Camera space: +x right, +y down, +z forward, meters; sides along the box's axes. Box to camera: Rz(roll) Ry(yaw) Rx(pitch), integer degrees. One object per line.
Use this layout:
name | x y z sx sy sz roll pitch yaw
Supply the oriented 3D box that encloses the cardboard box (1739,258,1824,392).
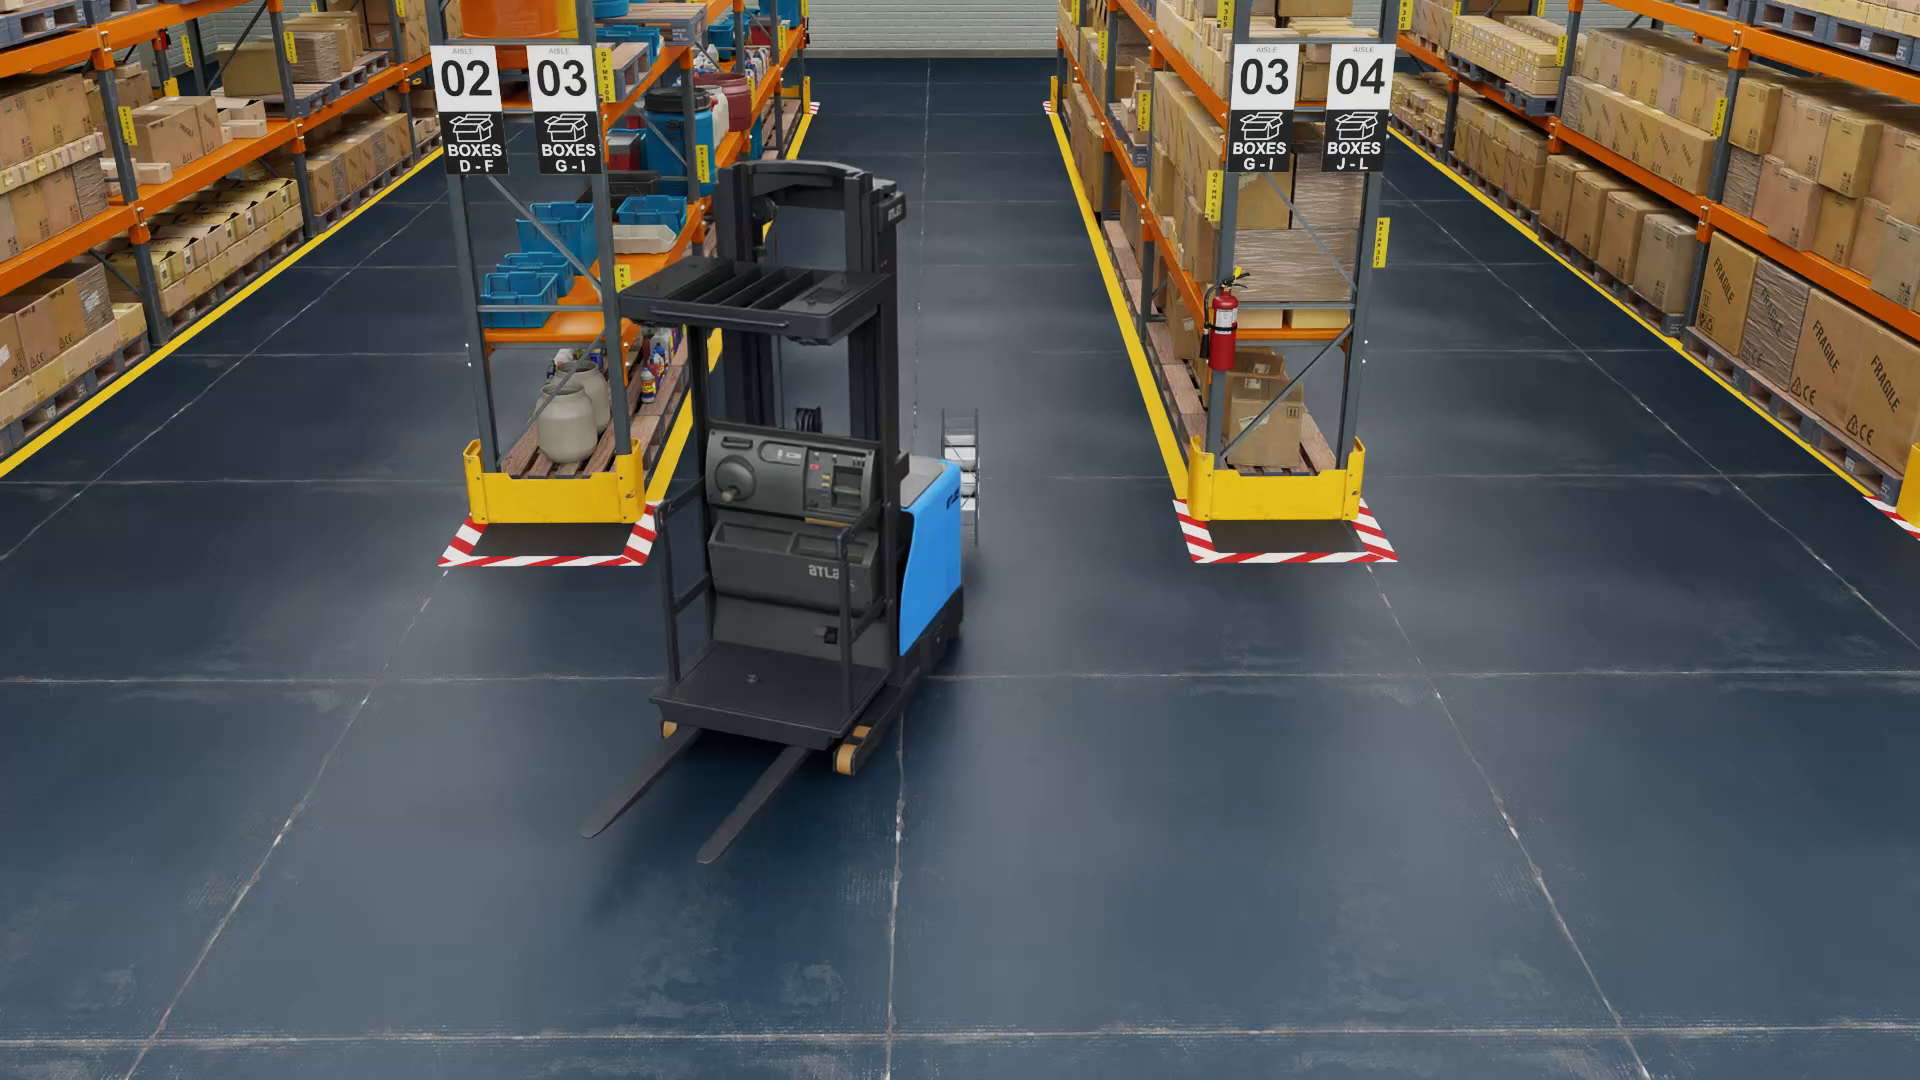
cardboard box | 7.062 -1.764 13.579 0.875 0.875 0.875 0 24 0

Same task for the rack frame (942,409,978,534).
rack frame | -0.001 -0.455 11.165 0.240 0.900 0.006 0 24 -1

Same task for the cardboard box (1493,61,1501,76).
cardboard box | 6.594 -5.627 19.846 0.380 0.149 0.250 0 24 1

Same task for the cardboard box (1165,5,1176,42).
cardboard box | 1.911 -4.085 13.184 0.500 0.250 0.500 0 24 -1

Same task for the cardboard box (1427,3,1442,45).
cardboard box | 6.732 -7.061 22.741 0.500 0.500 0.500 -1 24 -2

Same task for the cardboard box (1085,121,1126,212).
cardboard box | 2.121 -4.347 19.290 1.225 0.875 0.875 -1 24 -3

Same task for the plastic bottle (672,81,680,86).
plastic bottle | -3.264 -5.146 19.144 0.097 0.271 0.097 0 24 0

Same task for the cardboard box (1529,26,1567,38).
cardboard box | 7.231 -6.225 20.447 0.380 0.149 0.250 -1 24 -2

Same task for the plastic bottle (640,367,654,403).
plastic bottle | -2.466 -1.226 13.098 0.097 0.271 0.097 0 24 0

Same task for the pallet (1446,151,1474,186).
pallet | 7.035 -4.877 21.777 1.003 0.211 1.213 0 24 -1

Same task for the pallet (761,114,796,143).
pallet | -2.952 -6.002 24.263 1.003 0.211 1.213 0 24 -1

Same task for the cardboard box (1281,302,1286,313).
cardboard box | 2.446 -1.650 11.563 0.380 0.149 0.250 0 24 -1

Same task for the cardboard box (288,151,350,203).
cardboard box | -7.529 -4.262 19.534 0.500 0.500 0.500 -1 24 -2

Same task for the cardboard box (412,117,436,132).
cardboard box | -7.650 -5.884 23.525 0.380 0.166 0.250 0 24 -1

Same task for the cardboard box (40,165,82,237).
cardboard box | -7.731 -2.793 13.665 0.700 0.500 0.500 -1 24 -1

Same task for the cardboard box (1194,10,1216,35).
cardboard box | 1.873 -3.672 11.787 0.380 0.149 0.250 -1 24 -3

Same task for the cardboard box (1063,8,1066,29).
cardboard box | 1.770 -7.583 24.197 0.500 0.250 0.500 -1 24 -2

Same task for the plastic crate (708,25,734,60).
plastic crate | -3.235 -6.676 22.318 0.392 0.384 0.575 0 24 -1

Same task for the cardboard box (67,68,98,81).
cardboard box | -12.924 -6.868 24.531 0.380 0.149 0.250 0 24 0

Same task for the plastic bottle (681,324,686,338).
plastic bottle | -2.466 -1.935 14.650 0.061 0.283 0.133 1 24 2

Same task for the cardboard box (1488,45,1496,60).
cardboard box | 6.588 -5.872 20.027 0.380 0.149 0.250 -1 24 -2

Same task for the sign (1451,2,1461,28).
sign | 6.482 -6.857 21.721 0.100 0.325 0.005 0 24 -1

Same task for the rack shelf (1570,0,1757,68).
rack shelf | 7.090 -5.035 15.975 1.077 0.370 4.000 0 24 -1

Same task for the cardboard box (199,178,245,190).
cardboard box | -8.086 -3.773 18.099 0.500 0.311 0.500 1 24 1

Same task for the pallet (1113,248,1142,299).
pallet | 2.125 -2.745 17.064 1.003 0.211 1.213 0 24 -1

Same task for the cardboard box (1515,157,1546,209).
cardboard box | 6.800 -4.142 19.293 0.500 0.500 0.500 0 24 -1

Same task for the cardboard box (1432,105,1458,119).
cardboard box | 6.718 -5.882 22.844 0.380 0.149 0.250 0 24 0

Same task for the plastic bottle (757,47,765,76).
plastic bottle | -2.552 -6.066 21.081 0.144 0.351 0.185 0 24 -1

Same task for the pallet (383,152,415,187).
pallet | -7.795 -4.839 21.693 1.003 0.211 1.213 0 24 -1

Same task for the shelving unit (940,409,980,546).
shelving unit | 0.000 -0.413 11.072 0.258 0.900 0.210 0 24 -1

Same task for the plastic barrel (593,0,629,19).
plastic barrel | -2.898 -4.545 12.900 0.600 0.901 0.708 0 24 -1

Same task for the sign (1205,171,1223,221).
sign | 1.640 -2.220 10.730 0.100 0.325 0.005 0 24 -1

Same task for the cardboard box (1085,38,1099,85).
cardboard box | 1.830 -5.929 20.598 0.500 0.500 0.500 -1 24 -2

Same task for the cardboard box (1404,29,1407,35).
cardboard box | 6.790 -7.545 24.597 0.380 0.149 0.250 1 24 2

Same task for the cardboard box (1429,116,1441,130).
cardboard box | 6.688 -5.736 22.881 0.380 0.149 0.250 -1 24 -3

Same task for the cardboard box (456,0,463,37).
cardboard box | -7.599 -7.741 24.605 0.500 0.500 0.500 0 24 0

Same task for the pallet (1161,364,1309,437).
pallet | 2.210 -1.140 13.514 1.003 0.211 1.213 0 24 -1

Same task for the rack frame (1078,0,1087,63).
rack frame | 2.064 -6.488 21.954 1.000 3.000 0.127 0 24 -1

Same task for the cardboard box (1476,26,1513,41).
cardboard box | 6.582 -6.223 20.442 0.380 0.149 0.250 0 24 -1

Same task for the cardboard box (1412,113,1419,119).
cardboard box | 6.733 -6.055 23.948 0.380 0.149 0.250 0 24 0

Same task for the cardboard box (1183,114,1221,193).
cardboard box | 1.927 -2.817 12.143 0.500 0.500 0.500 0 24 -1

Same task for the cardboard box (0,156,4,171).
cardboard box | -7.727 -2.981 12.507 0.700 0.500 0.500 0 24 -1

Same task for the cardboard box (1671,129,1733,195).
cardboard box | 6.839 -3.431 15.075 0.500 0.500 0.500 0 24 -1

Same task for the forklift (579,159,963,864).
forklift | -0.947 -0.309 8.377 1.130 2.935 3.031 8 26 18

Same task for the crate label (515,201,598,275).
crate label | -3.048 -2.294 12.639 0.502 0.435 0.616 0 24 -1

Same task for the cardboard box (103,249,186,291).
cardboard box | -7.510 -2.513 15.314 0.500 0.311 0.500 0 24 0

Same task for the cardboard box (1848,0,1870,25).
cardboard box | 6.793 -3.883 12.228 0.380 0.149 0.250 0 24 0

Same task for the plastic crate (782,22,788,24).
plastic crate | -2.754 -7.566 24.586 0.396 0.136 0.243 0 24 -1

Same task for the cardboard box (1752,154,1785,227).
cardboard box | 7.156 -2.862 13.755 0.875 0.550 0.550 0 24 -1

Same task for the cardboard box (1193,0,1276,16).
cardboard box | 1.925 -3.956 11.628 0.500 0.500 0.500 0 24 -1

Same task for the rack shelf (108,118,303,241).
rack shelf | -7.776 -3.644 16.541 1.077 0.370 4.000 0 24 -1

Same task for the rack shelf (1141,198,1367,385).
rack shelf | 2.173 -2.039 12.992 1.077 0.370 4.000 0 24 -1

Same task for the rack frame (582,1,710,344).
rack frame | -2.802 -3.169 14.616 1.000 3.000 0.127 0 24 -1
